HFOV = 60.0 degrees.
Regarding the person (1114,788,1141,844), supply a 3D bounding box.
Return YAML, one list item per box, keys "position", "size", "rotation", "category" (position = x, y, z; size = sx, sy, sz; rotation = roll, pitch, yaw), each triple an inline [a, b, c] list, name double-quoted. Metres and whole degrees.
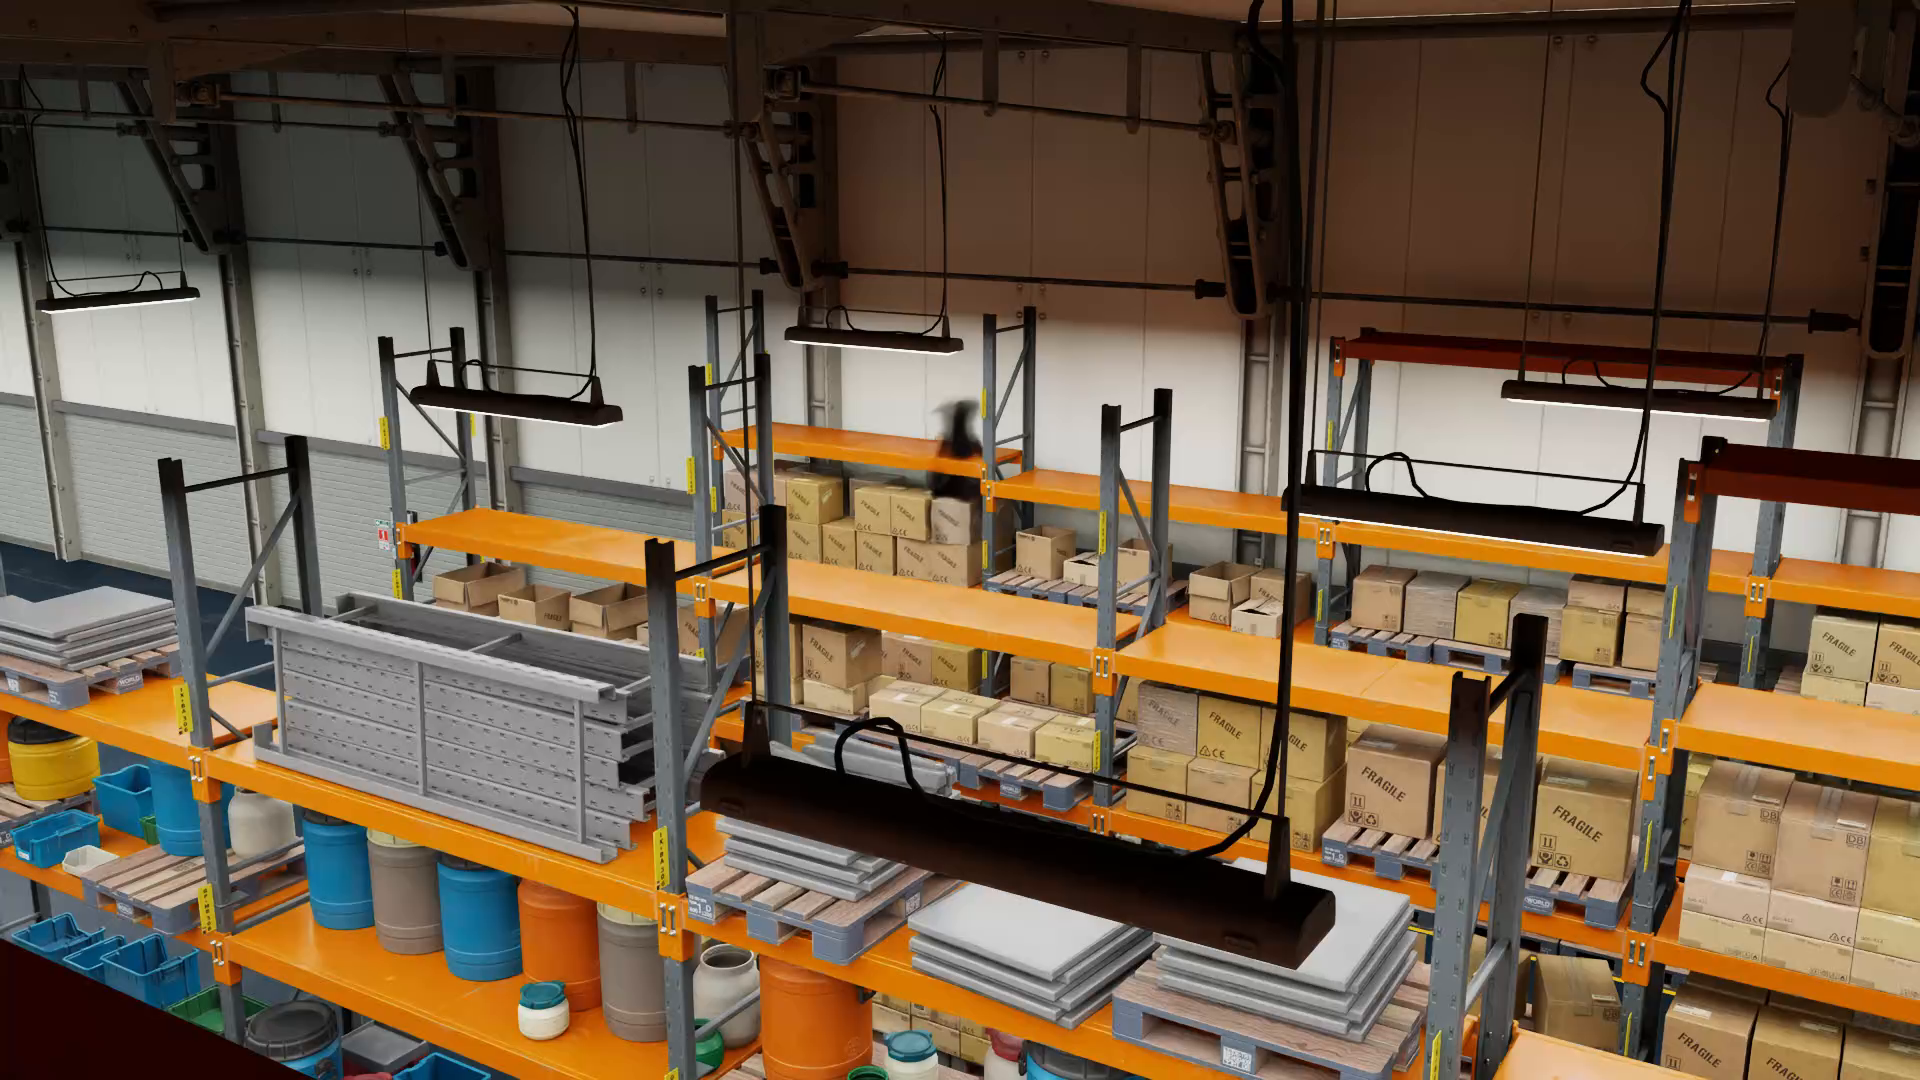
- position: [1.736, 3.164, 16.959]
  size: [0.811, 1.739, 0.582]
  rotation: [7, 15, 26]
  category: "person"
